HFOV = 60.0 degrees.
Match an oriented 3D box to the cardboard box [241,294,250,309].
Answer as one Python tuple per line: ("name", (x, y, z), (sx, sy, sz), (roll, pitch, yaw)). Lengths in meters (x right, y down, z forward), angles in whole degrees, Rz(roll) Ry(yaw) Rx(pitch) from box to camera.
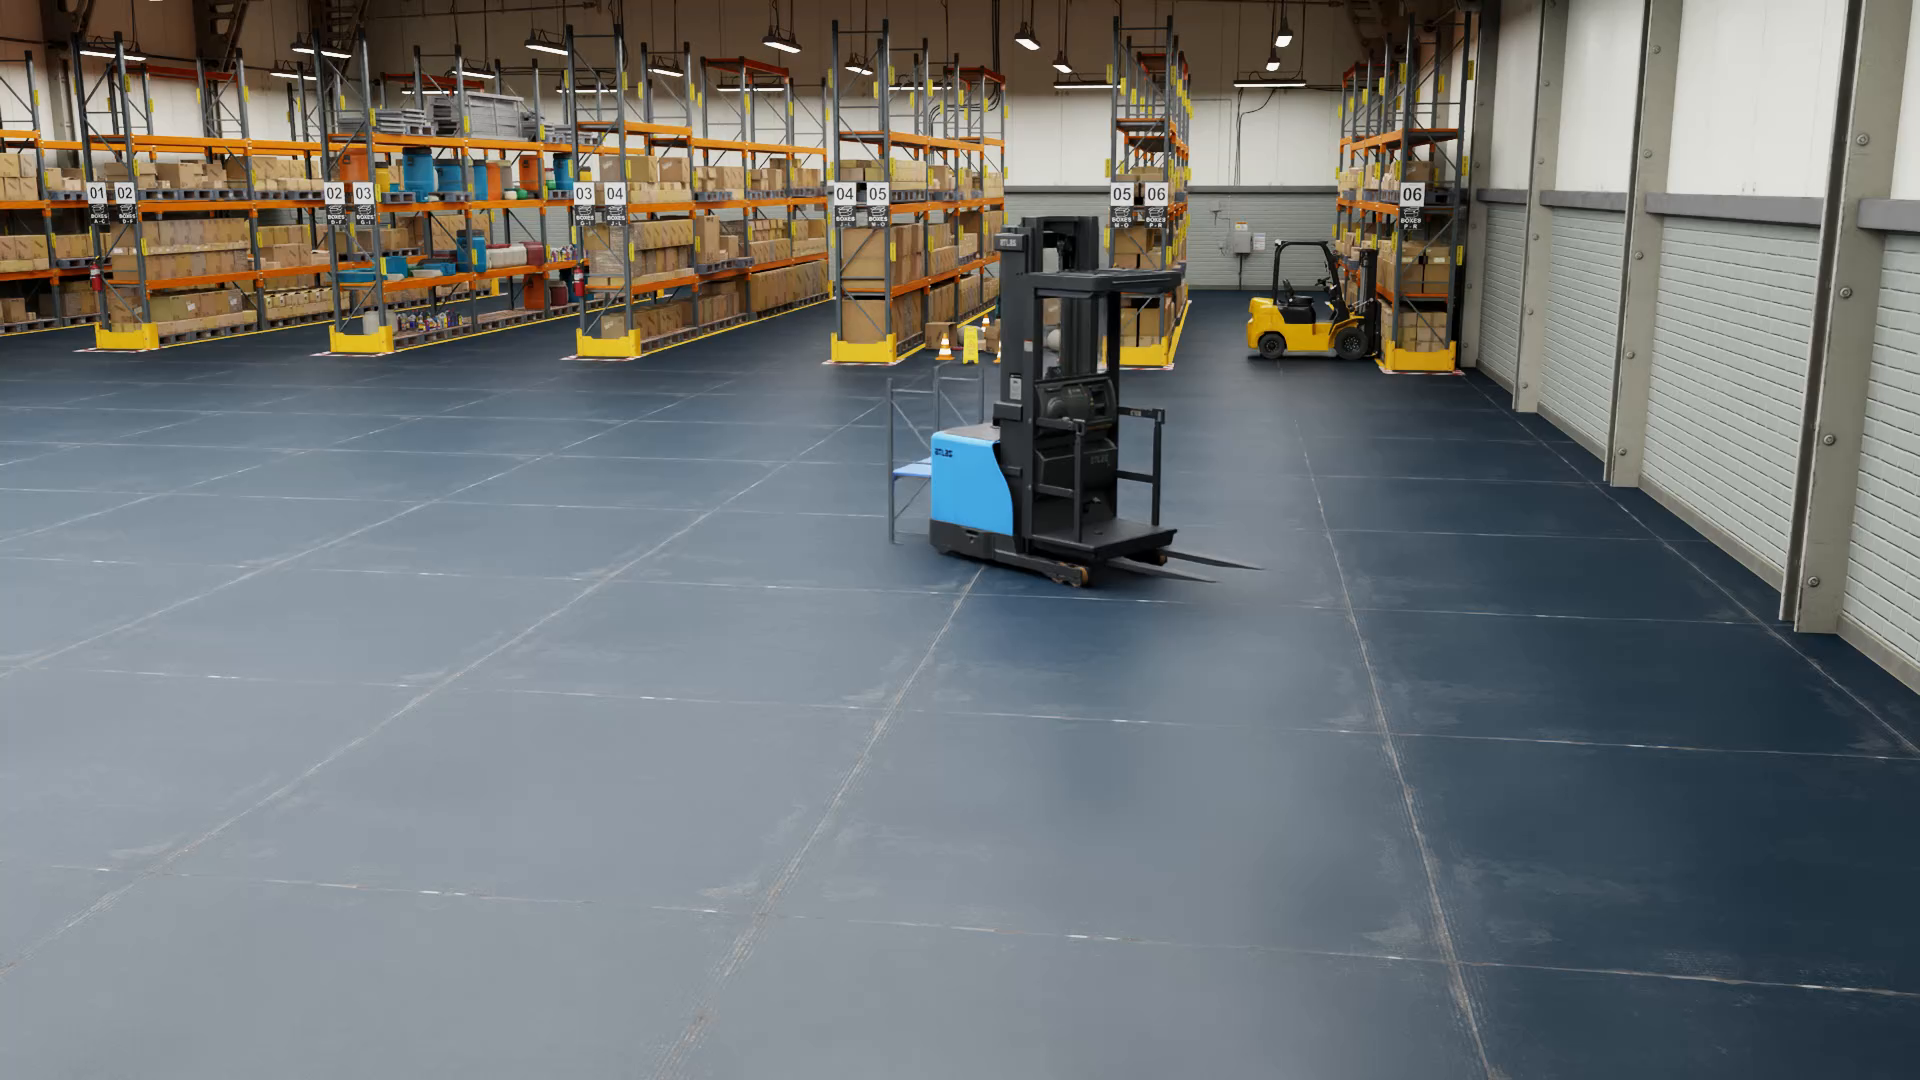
("cardboard box", (-16.037, -5.327, 37.045), (0.500, 0.311, 0.500), (2, 12, 9))

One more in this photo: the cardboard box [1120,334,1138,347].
("cardboard box", (3.011, -3.665, 30.667), (0.500, 0.250, 0.500), (2, 12, 8))

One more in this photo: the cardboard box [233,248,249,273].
("cardboard box", (-15.878, -6.054, 35.984), (0.700, 0.500, 0.500), (2, 12, 7))

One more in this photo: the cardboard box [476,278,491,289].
("cardboard box", (-13.810, -7.468, 47.670), (0.500, 0.500, 0.500), (2, 12, 9))

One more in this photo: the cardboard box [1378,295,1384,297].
("cardboard box", (9.083, -4.906, 35.535), (0.875, 0.625, 0.625), (2, 12, 11))

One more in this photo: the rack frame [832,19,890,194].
("rack frame", (-1.758, -7.694, 29.592), (1.000, 3.000, 0.127), (2, 12, 9))

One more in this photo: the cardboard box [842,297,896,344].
("cardboard box", (-1.719, -4.071, 31.069), (0.875, 0.875, 0.875), (2, 12, 9))

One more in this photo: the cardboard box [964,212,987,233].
("cardboard box", (0.398, -8.029, 42.067), (0.500, 0.500, 0.500), (2, 12, 10))

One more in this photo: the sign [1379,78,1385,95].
("sign", (8.132, -8.738, 32.030), (0.100, 0.325, 0.005), (2, 12, 9))

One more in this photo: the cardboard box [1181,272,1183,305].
("cardboard box", (4.978, -6.155, 40.737), (0.875, 0.875, 0.875), (2, 12, 10))

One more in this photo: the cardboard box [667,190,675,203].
("cardboard box", (-6.004, -6.851, 33.155), (0.500, 0.250, 0.500), (2, 12, 8))

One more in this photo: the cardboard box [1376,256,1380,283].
("cardboard box", (8.343, -5.260, 32.299), (0.500, 0.500, 0.500), (2, 12, 7))

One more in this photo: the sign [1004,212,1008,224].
("sign", (1.248, -8.790, 45.421), (0.100, 0.325, 0.005), (2, 12, 9))

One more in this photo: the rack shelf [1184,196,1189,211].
("rack shelf", (5.302, -8.651, 42.860), (1.077, 0.370, 4.000), (2, 12, 9))

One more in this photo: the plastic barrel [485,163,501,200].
("plastic barrel", (-10.748, -8.145, 37.786), (0.600, 0.830, 0.708), (2, 12, 9))

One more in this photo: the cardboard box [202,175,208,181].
("cardboard box", (-16.237, -7.585, 35.090), (0.500, 0.311, 0.500), (1, 12, 6))

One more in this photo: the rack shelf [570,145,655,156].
("rack shelf", (-9.384, -10.404, 44.821), (1.077, 0.370, 4.000), (2, 12, 9))

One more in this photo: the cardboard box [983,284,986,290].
("cardboard box", (0.447, -6.482, 42.567), (0.380, 0.149, 0.250), (3, 12, 11))

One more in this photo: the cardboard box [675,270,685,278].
("cardboard box", (-5.844, -5.441, 33.975), (0.380, 0.149, 0.250), (2, 12, 9))

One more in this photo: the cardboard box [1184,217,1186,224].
("cardboard box", (5.640, -8.170, 43.428), (0.500, 0.500, 0.500), (2, 12, 8))

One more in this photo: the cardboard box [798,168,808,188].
("cardboard box", (-4.429, -9.591, 44.044), (0.700, 0.500, 0.500), (2, 12, 11))

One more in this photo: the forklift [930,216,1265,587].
("forklift", (1.121, -1.174, 13.738), (1.130, 2.935, 3.031), (-12, 17, -43))

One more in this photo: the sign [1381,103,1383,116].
("sign", (11.060, -11.237, 43.439), (0.100, 0.325, 0.005), (2, 12, 9))

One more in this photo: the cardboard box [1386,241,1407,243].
("cardboard box", (8.346, -5.639, 31.811), (0.380, 0.149, 0.250), (2, 12, 8))

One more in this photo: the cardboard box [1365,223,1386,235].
("cardboard box", (10.392, -7.700, 41.730), (0.500, 0.500, 0.500), (2, 12, 7))

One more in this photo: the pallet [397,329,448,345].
("pallet", (-11.252, -4.180, 34.145), (1.003, 0.211, 1.213), (2, 12, 9))

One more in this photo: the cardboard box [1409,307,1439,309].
("cardboard box", (8.476, -4.114, 30.375), (0.500, 0.250, 0.500), (2, 12, 8))

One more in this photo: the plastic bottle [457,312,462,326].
("plastic bottle", (-10.670, -4.713, 35.401), (0.061, 0.283, 0.133), (3, 12, 11))

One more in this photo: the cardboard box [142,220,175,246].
("cardboard box", (-16.263, -6.165, 33.422), (0.700, 0.500, 0.500), (2, 12, 7))

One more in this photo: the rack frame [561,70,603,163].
("rack frame", (-9.691, -10.534, 42.771), (1.000, 3.000, 0.127), (2, 12, 9))

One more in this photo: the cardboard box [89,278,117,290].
("cardboard box", (-20.379, -6.074, 39.425), (0.500, 0.250, 0.500), (2, 12, 8))

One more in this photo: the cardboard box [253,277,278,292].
("cardboard box", (-19.264, -7.058, 45.819), (0.700, 0.500, 0.500), (2, 12, 9))

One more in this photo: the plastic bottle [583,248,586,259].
("plastic bottle", (-9.566, -7.268, 42.147), (0.152, 0.276, 0.135), (2, 12, 9))

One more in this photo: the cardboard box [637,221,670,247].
("cardboard box", (-6.059, -6.044, 32.859), (0.500, 0.500, 0.500), (2, 12, 9))

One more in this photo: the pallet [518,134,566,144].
("pallet", (-10.165, -9.563, 39.662), (1.213, 0.211, 1.003), (2, 12, 9))

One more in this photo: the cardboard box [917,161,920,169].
("cardboard box", (-1.001, -7.338, 32.530), (0.380, 0.149, 0.250), (2, 12, 10))

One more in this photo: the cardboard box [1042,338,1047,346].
("cardboard box", (1.518, -4.018, 33.265), (0.258, 0.266, 0.396), (-7, 14, -30))

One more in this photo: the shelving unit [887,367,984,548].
("shelving unit", (-0.213, -0.787, 15.342), (0.538, 1.500, 1.048), (5, 13, 23))

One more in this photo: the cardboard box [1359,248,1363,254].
("cardboard box", (8.950, -6.215, 36.137), (0.500, 0.250, 0.500), (2, 12, 9))

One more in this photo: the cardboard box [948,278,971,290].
("cardboard box", (-0.015, -6.121, 39.687), (0.500, 0.250, 0.500), (2, 12, 9))

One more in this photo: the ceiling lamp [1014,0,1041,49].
("ceiling lamp", (1.585, -11.284, 32.393), (0.800, 3.185, 2.000), (2, 12, 9))

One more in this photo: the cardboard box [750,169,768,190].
("cardboard box", (-5.120, -8.757, 40.400), (0.797, 0.503, 0.637), (2, 12, 8))

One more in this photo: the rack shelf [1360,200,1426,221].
("rack shelf", (8.977, -6.826, 34.390), (1.077, 0.370, 4.000), (2, 12, 9))

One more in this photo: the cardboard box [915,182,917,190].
("cardboard box", (-1.038, -6.894, 32.362), (0.380, 0.149, 0.250), (2, 12, 10))

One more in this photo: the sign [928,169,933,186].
("sign", (-0.594, -7.334, 33.627), (0.100, 0.325, 0.005), (2, 12, 9))

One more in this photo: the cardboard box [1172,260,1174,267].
("cardboard box", (4.161, -5.642, 33.910), (0.380, 0.149, 0.250), (2, 12, 9))

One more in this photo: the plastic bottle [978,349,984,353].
("plastic bottle", (0.364, -3.647, 32.025), (0.133, 0.061, 0.283), (-2, 12, -11))

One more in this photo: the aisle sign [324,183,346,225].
("aisle sign", (-11.842, -6.369, 31.513), (0.394, 0.787, 0.004), (2, 12, 9))

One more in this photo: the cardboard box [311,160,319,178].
("cardboard box", (-18.708, -10.608, 47.574), (0.500, 0.500, 0.500), (2, 12, 8))

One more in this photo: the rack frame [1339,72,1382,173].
("rack frame", (10.515, -10.725, 43.658), (1.000, 3.000, 0.127), (2, 12, 9))

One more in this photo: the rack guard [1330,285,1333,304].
("rack guard", (10.503, -6.555, 44.479), (1.175, 0.500, 0.348), (2, 12, 9))

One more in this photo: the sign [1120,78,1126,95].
("sign", (3.215, -8.938, 32.772), (0.100, 0.325, 0.005), (2, 12, 9))
